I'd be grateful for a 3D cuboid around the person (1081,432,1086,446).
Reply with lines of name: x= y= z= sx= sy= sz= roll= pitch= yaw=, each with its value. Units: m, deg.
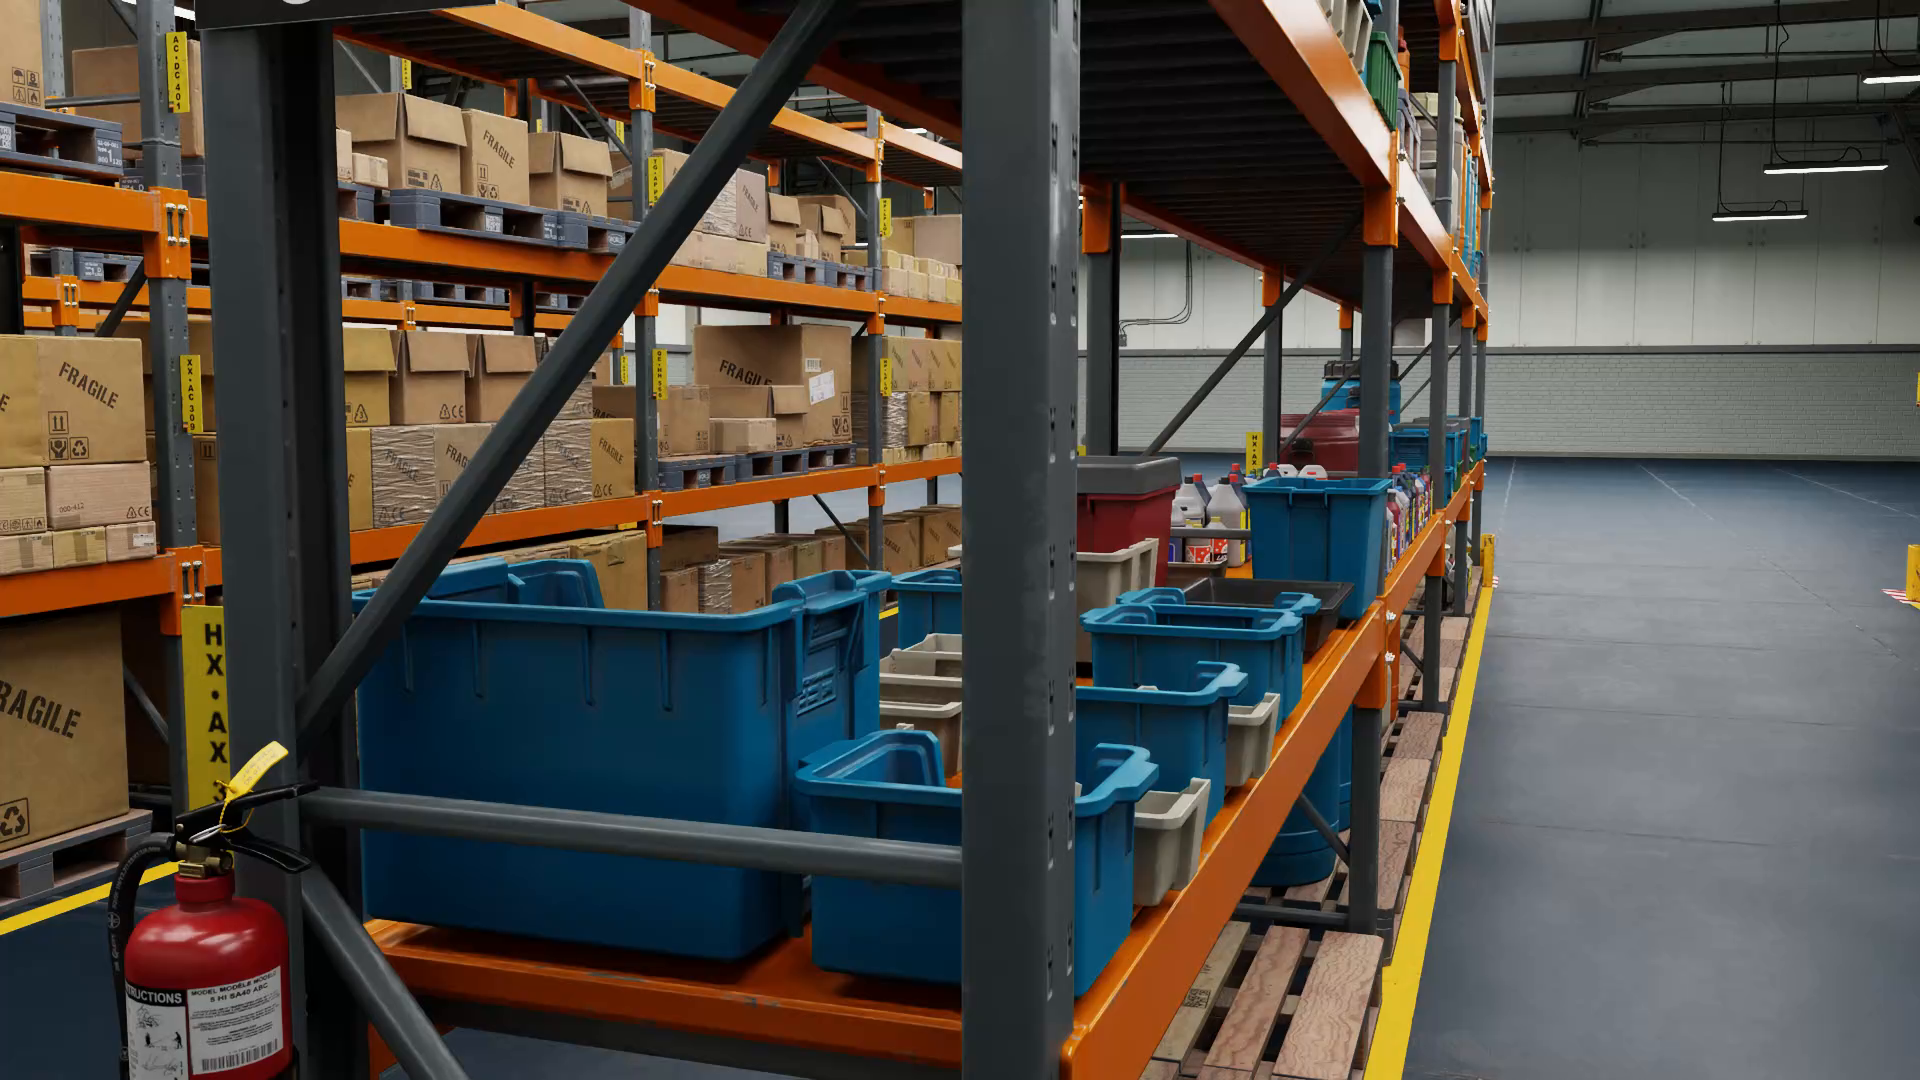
person: x=1.116 y=-0.072 z=13.564 sx=0.454 sy=1.652 sz=0.511 roll=2 pitch=6 yaw=18
